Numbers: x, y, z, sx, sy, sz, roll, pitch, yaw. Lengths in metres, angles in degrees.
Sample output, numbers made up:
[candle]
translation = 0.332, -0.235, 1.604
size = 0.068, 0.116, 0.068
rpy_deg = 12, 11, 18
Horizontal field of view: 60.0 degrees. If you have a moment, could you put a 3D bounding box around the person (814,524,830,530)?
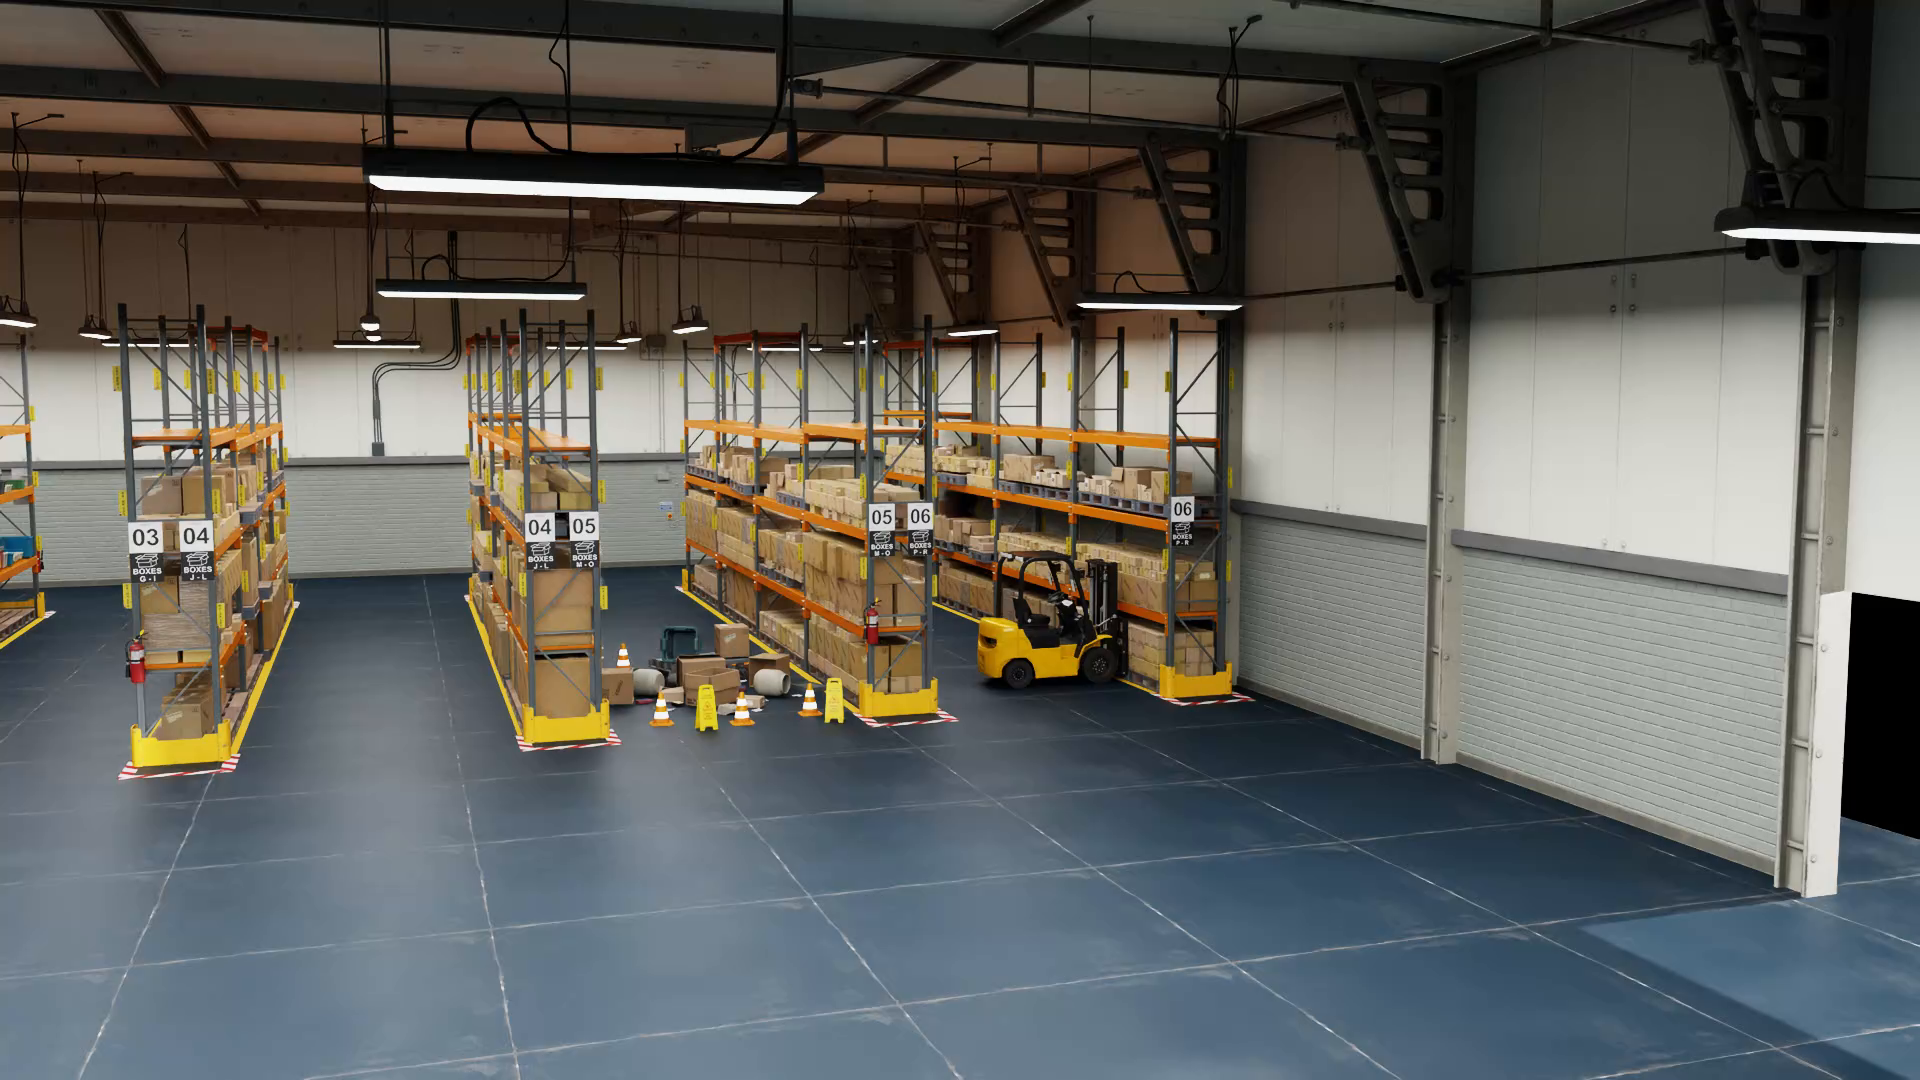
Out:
[person]
translation = -3.113, 0.360, 37.508
size = 0.676, 1.655, 1.088
rpy_deg = -1, 6, -14
